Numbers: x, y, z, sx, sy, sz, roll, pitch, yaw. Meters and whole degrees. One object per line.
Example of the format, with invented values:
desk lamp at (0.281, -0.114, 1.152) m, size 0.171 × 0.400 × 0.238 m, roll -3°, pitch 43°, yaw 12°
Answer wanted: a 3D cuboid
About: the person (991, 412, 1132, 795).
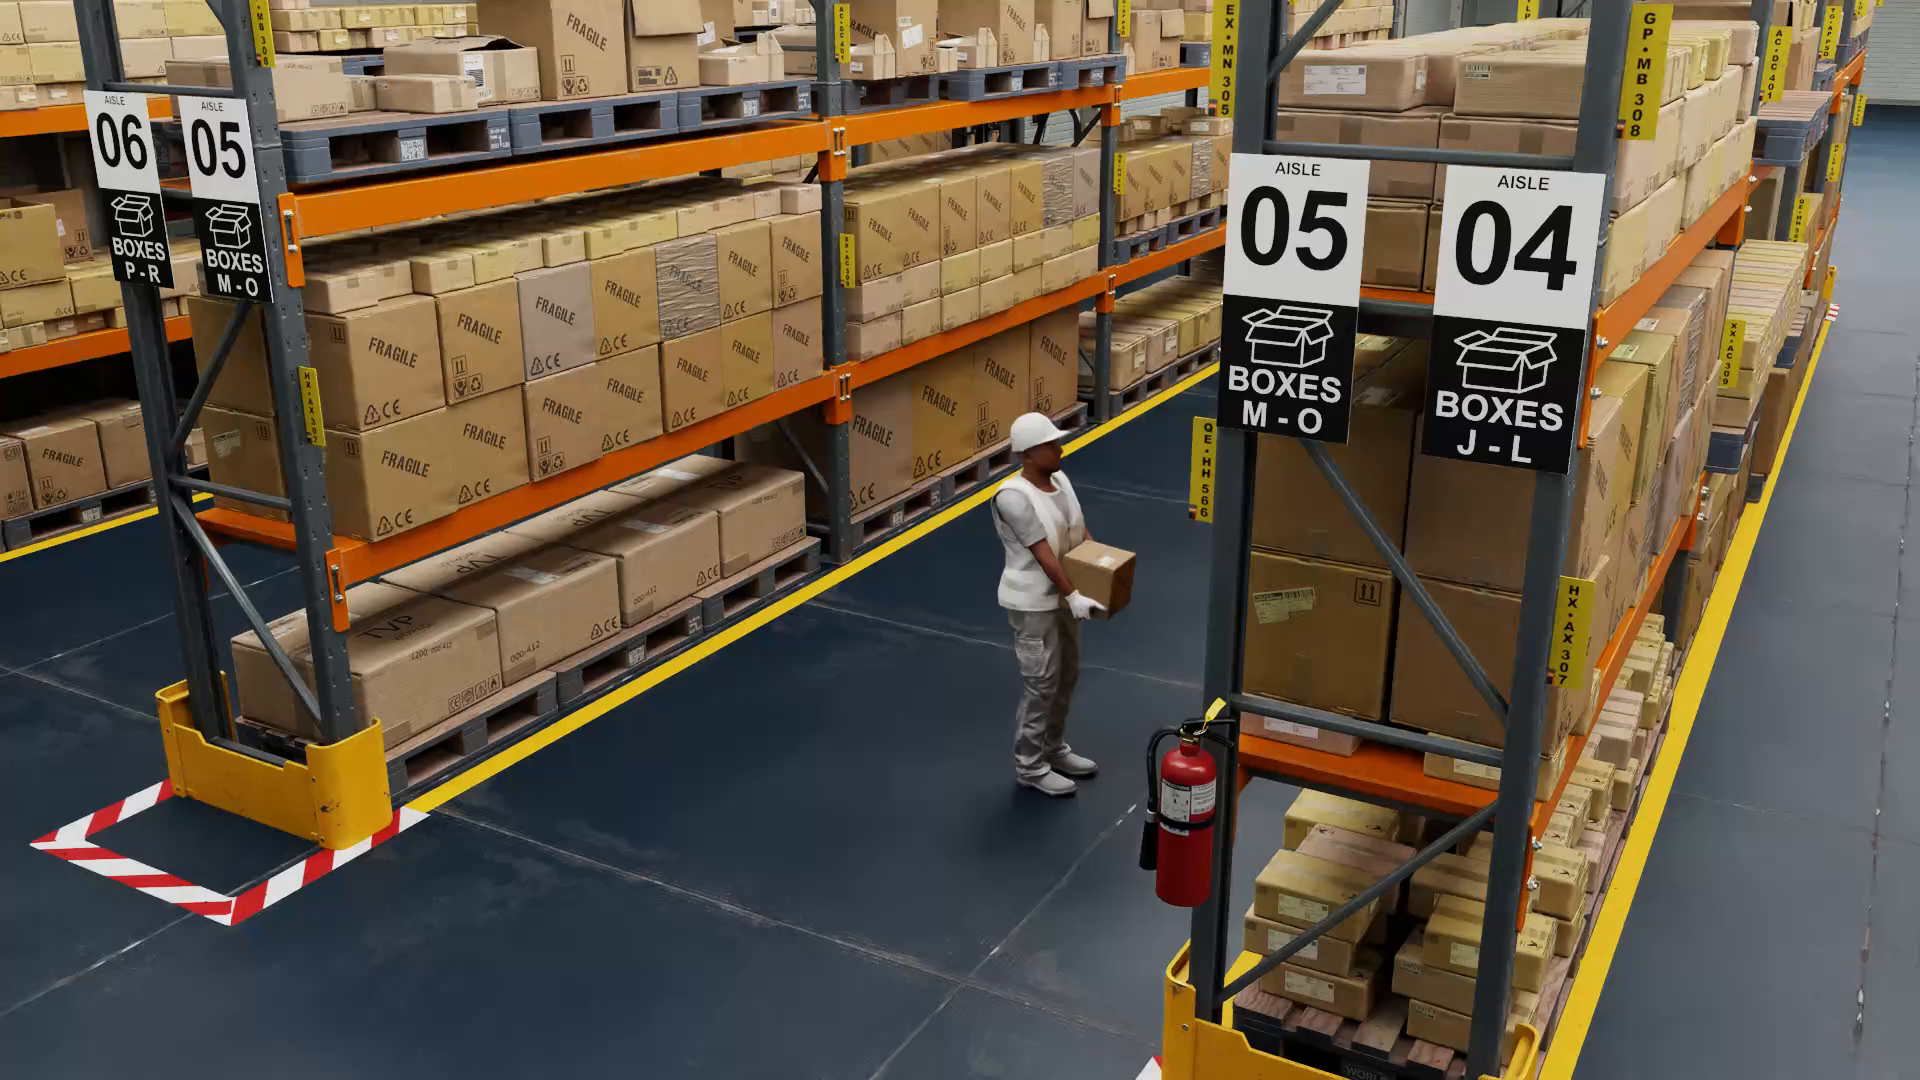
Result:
person at (0.472, 0.300, 7.686) m, size 0.583 × 1.779 × 0.487 m, roll 10°, pitch 22°, yaw 28°
